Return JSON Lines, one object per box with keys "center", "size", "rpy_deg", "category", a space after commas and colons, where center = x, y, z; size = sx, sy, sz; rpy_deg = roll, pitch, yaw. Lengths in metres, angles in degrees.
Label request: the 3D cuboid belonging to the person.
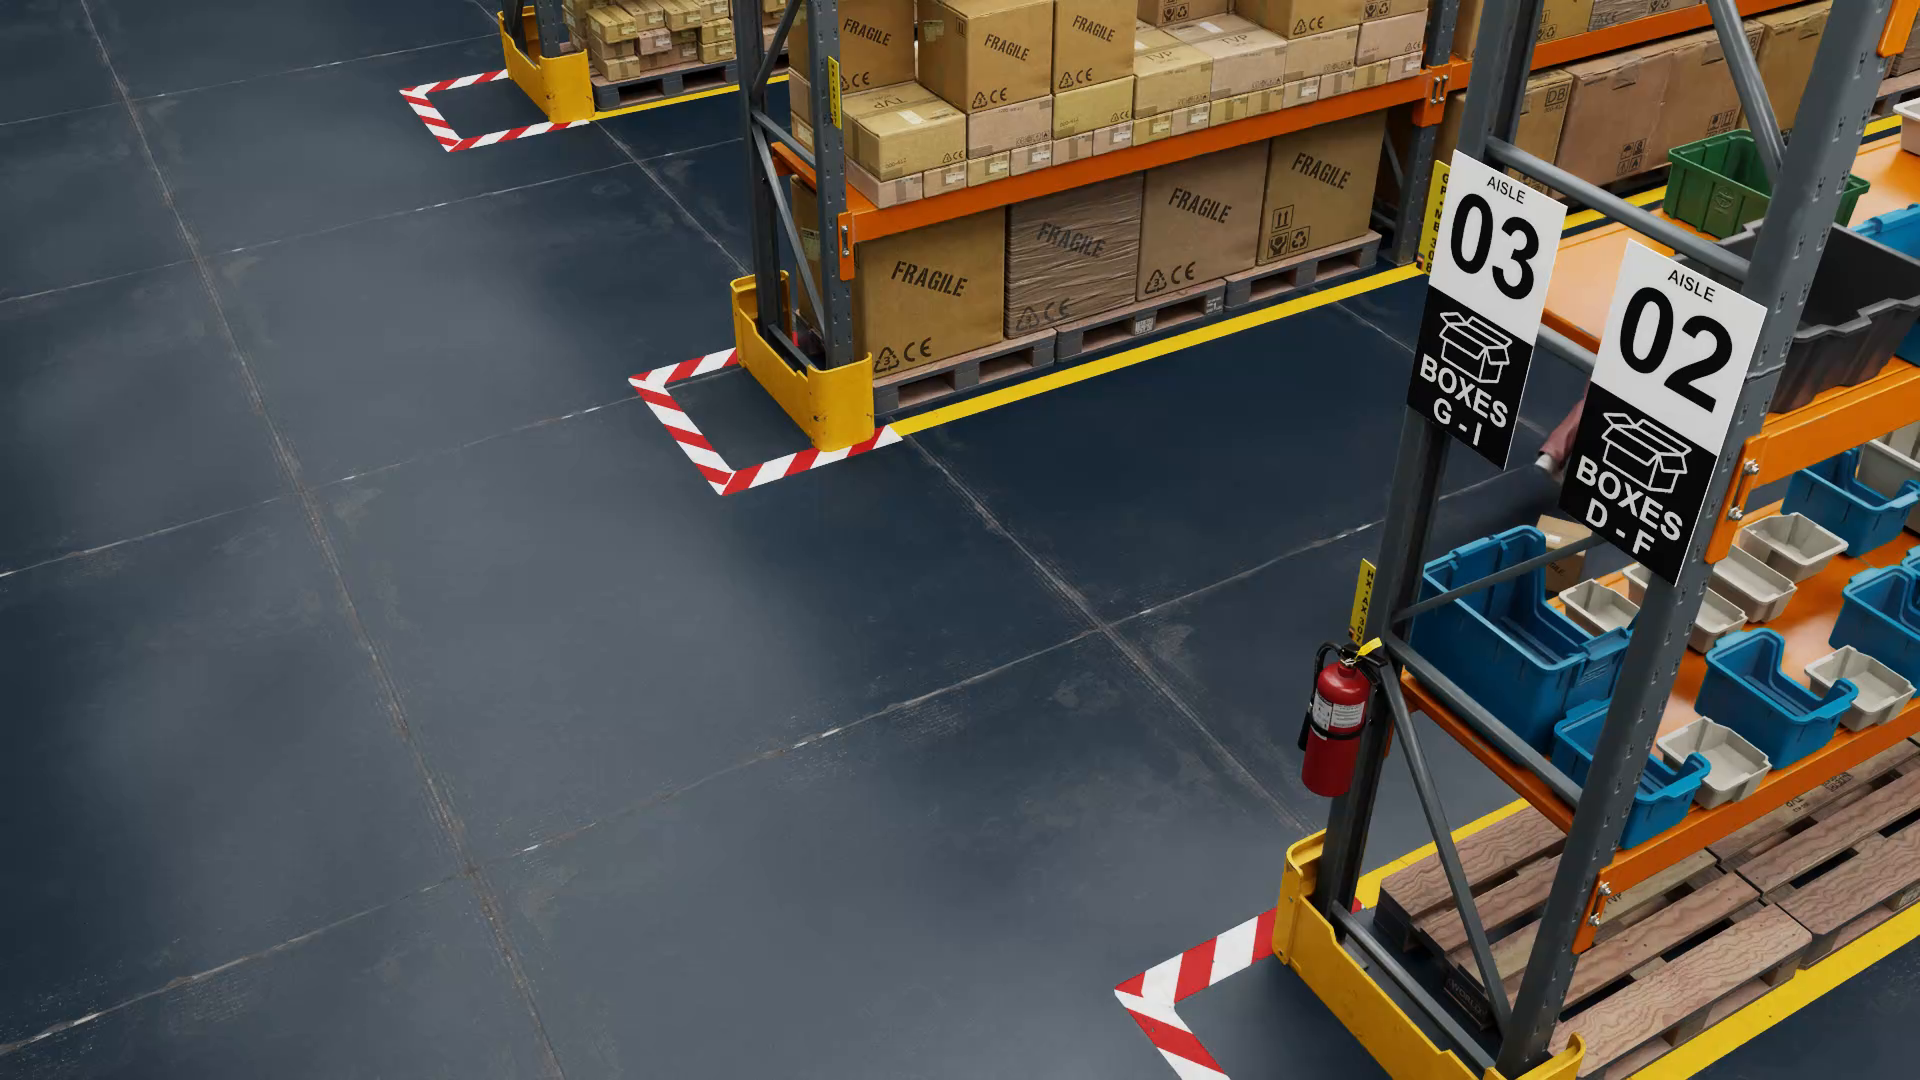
{"center": [3.314, -0.958, 8.201], "size": [0.903, 1.629, 0.452], "rpy_deg": [-25, 44, -29], "category": "person"}
